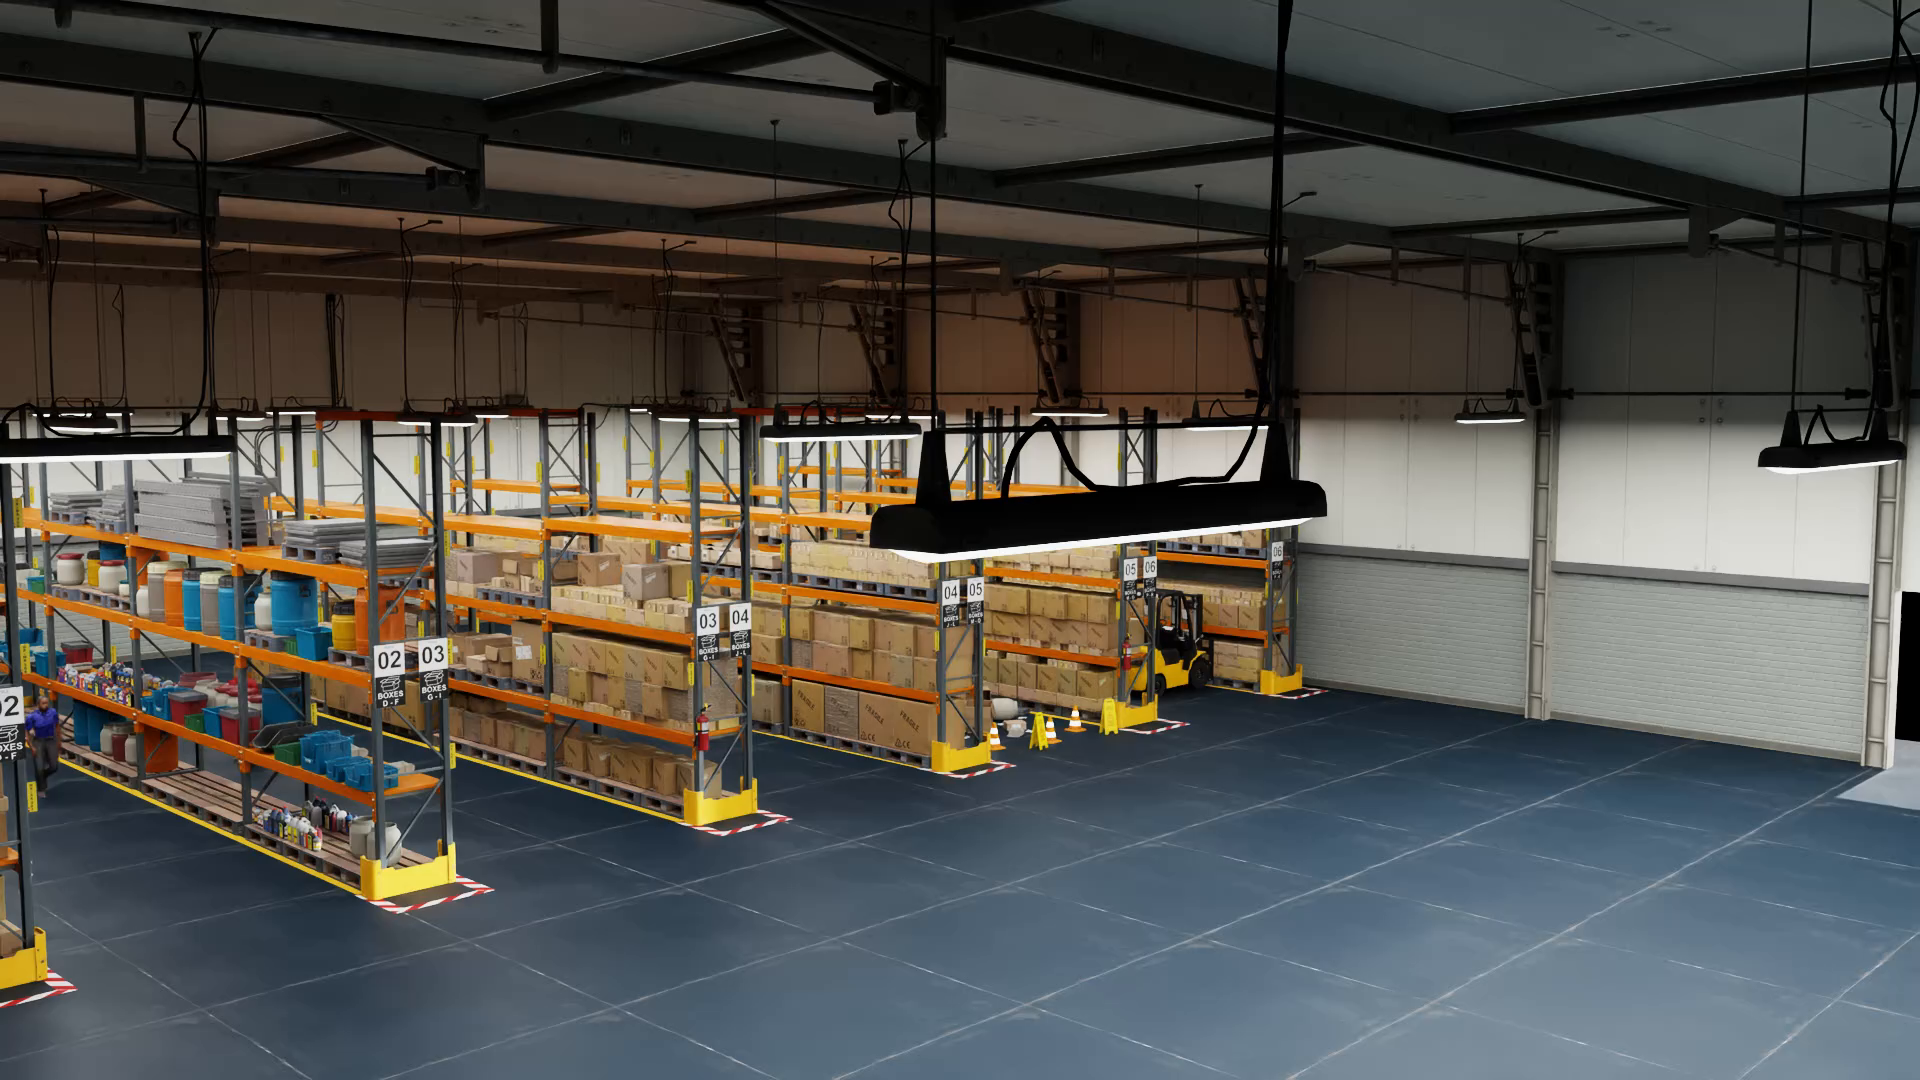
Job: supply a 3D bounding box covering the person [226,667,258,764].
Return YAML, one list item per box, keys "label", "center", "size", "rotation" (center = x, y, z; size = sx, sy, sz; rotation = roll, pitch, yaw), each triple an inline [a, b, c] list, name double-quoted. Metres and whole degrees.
- label: "person"
  center: [-12.256, 2.962, 28.386]
  size: [0.595, 1.727, 0.454]
  rotation: [-1, 5, -12]

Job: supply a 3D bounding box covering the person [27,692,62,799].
- label: "person"
  center: [-14.401, 3.218, 26.130]
  size: [0.435, 1.669, 0.518]
  rotation: [4, 6, 36]
